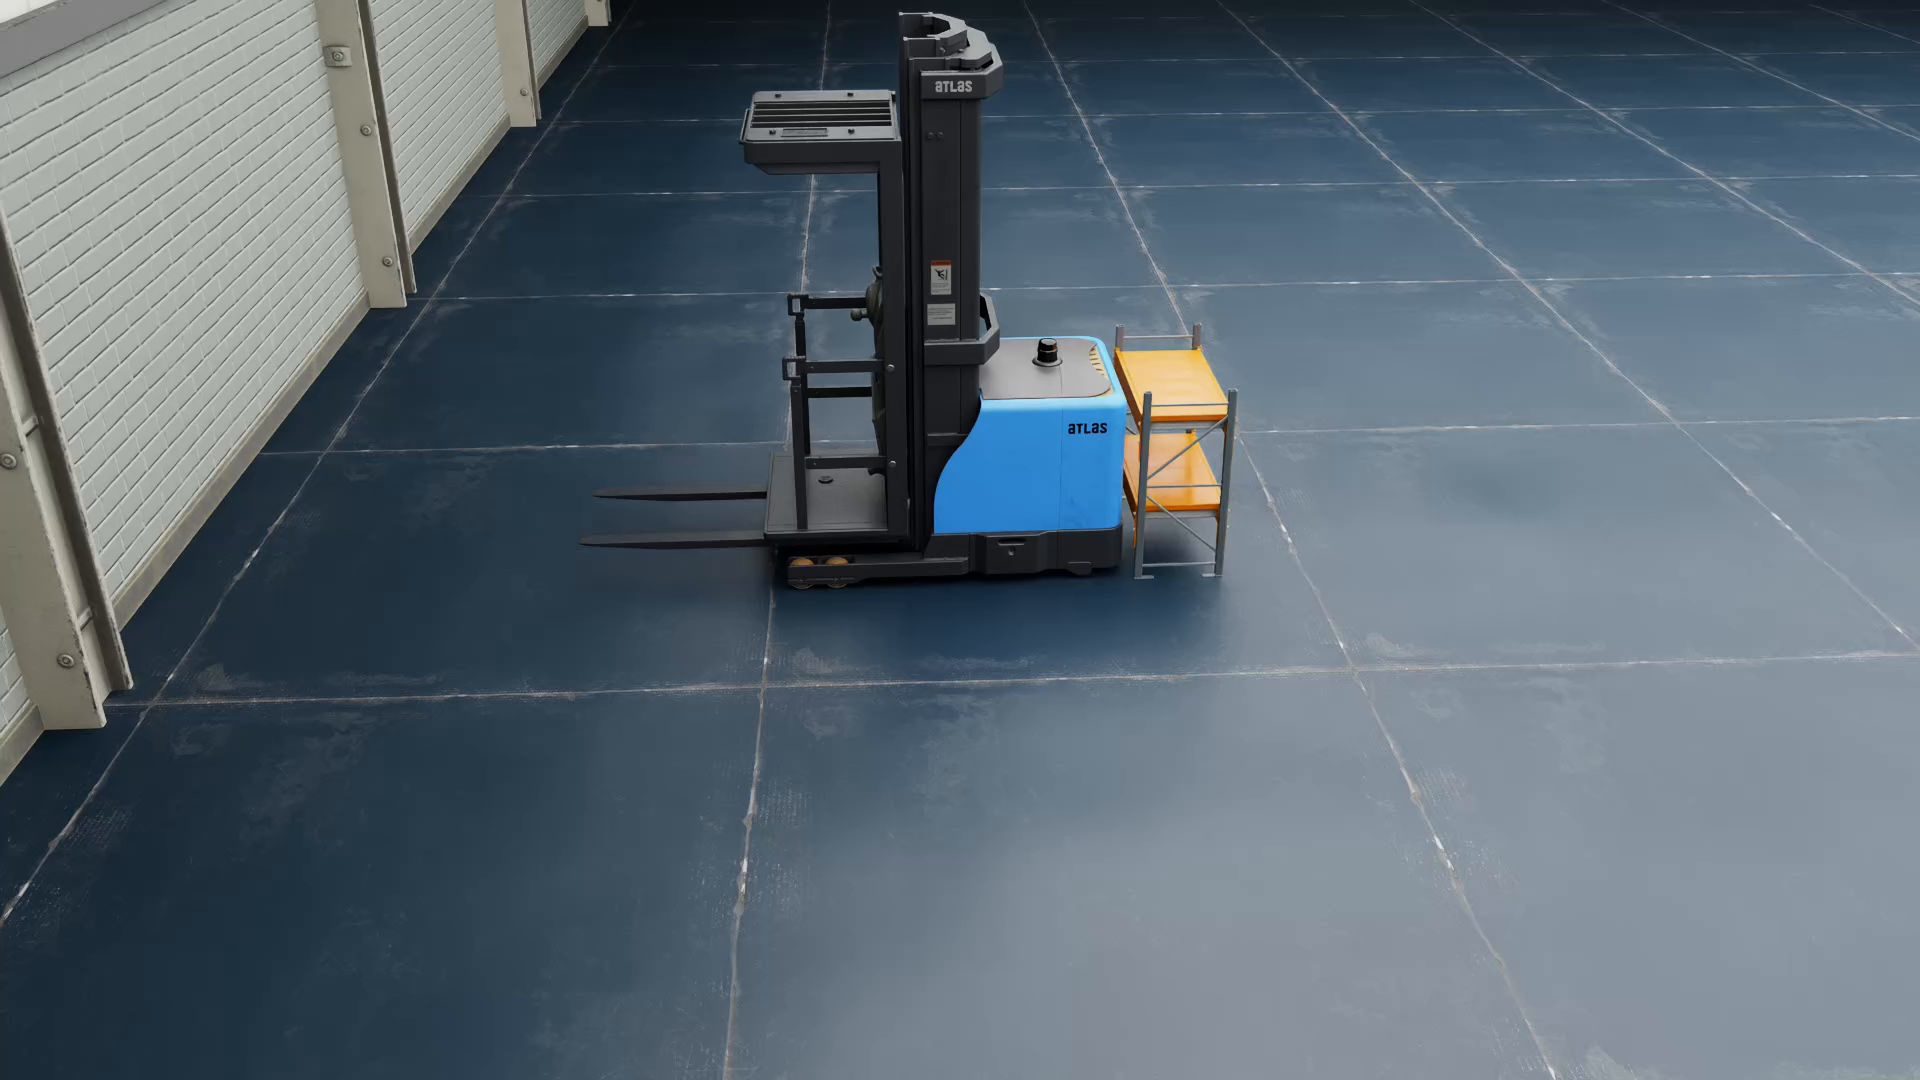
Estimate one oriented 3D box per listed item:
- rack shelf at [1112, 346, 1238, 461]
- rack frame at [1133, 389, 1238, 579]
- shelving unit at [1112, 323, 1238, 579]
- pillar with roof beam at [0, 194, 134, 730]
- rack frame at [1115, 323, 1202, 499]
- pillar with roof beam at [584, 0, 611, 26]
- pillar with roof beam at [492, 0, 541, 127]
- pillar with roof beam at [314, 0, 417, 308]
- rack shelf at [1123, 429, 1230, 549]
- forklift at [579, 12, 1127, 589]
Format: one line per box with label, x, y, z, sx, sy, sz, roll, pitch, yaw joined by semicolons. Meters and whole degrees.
rack shelf;1.195;-0.786;9.409;0.538;0.278;1.000;-2;28;-3
rack frame;1.226;-0.292;9.094;0.500;1.125;0.032;-2;28;-3
shelving unit;1.195;-0.527;9.544;0.538;1.125;1.048;-2;28;-3
pillar with roof beam;0.001;-3.276;6.301;9.100;9.000;0.400;-1;28;-3
rack frame;1.164;-0.762;9.994;0.500;1.125;0.032;-2;28;-3
pillar with roof beam;-0.939;-11.589;22.239;9.100;9.000;0.400;-1;28;-3
pillar with roof beam;-0.625;-8.818;16.926;9.100;9.000;0.400;-1;28;-3
pillar with roof beam;-0.312;-6.047;11.614;9.100;9.000;0.400;-1;28;-3
rack shelf;1.195;-0.310;9.657;0.538;0.278;1.000;-2;28;-3
forklift;-0.628;-1.281;9.037;3.031;2.935;1.130;-2;28;-3
